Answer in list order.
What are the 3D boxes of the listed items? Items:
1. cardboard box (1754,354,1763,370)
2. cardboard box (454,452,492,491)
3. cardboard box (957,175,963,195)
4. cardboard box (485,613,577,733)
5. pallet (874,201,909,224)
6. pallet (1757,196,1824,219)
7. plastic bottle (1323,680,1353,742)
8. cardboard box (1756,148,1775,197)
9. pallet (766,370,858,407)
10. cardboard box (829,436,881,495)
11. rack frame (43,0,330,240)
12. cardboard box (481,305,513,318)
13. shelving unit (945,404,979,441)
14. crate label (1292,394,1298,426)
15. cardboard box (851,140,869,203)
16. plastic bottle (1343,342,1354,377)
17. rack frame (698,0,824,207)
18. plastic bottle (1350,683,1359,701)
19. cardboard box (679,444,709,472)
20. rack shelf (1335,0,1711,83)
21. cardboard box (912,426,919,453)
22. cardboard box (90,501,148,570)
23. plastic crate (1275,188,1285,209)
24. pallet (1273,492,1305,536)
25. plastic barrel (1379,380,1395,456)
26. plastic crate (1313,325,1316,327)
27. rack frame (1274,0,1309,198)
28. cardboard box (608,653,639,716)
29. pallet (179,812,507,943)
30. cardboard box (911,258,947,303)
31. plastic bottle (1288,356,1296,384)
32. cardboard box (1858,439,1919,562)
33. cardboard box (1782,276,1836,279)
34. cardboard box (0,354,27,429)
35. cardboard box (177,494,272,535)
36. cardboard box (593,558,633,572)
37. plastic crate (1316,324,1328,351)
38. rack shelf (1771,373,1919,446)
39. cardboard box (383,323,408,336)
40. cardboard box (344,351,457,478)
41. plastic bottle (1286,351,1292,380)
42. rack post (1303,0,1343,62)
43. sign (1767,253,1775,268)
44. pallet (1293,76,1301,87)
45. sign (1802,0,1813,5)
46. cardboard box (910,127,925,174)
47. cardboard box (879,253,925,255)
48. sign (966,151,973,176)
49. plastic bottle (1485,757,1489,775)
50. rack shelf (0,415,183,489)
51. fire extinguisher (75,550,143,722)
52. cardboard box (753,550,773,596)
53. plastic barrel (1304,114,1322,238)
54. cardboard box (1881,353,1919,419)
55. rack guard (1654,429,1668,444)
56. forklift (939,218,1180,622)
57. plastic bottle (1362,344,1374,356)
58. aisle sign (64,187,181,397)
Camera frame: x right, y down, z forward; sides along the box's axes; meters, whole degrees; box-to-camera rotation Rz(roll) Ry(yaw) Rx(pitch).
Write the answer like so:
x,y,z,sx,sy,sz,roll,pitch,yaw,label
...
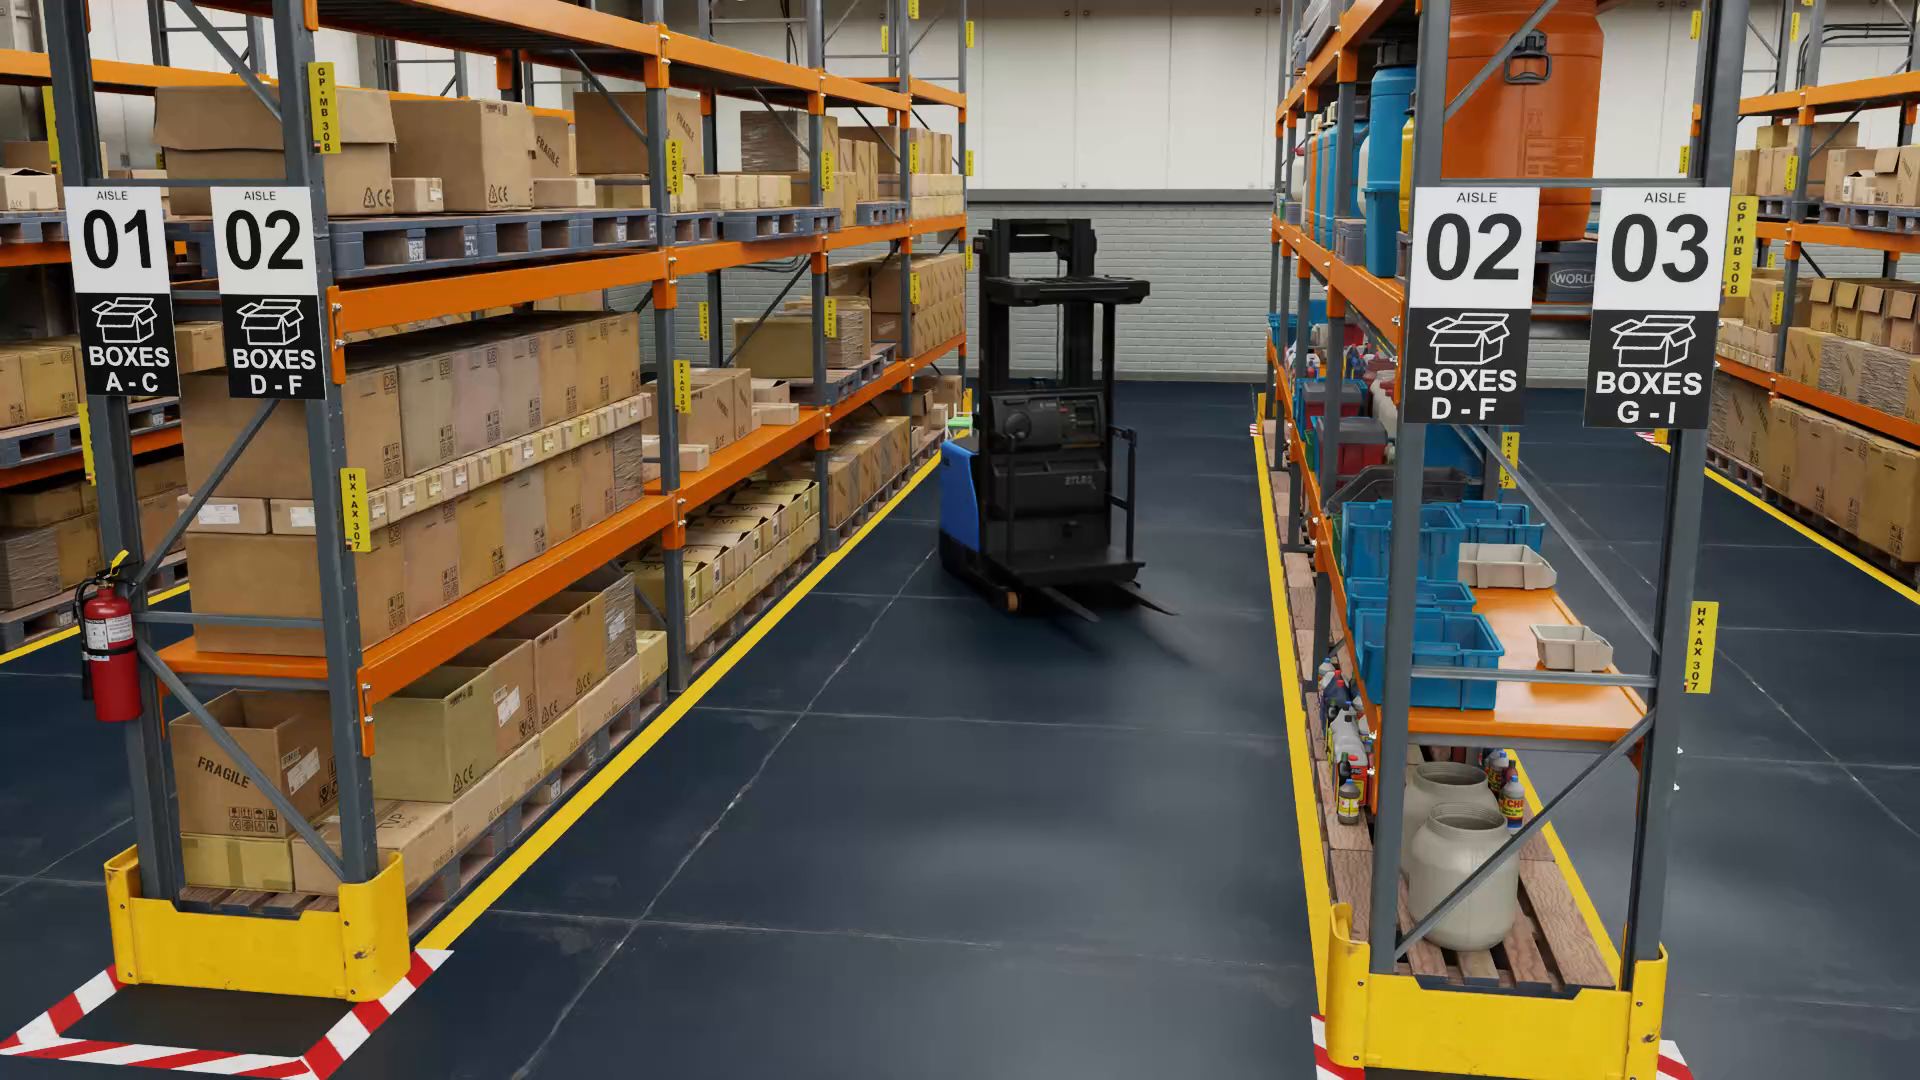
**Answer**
x,y,z,sx,sy,sz,roll,pitch,yaw,label
8.513,-1.854,17.331,0.380,0.149,0.250,2,12,10,cardboard box
-2.452,-0.329,7.879,0.380,0.149,0.250,1,12,7,cardboard box
-0.249,-4.526,21.181,0.500,0.250,0.500,2,12,9,cardboard box
-2.347,0.682,8.713,0.500,0.500,0.500,2,12,9,cardboard box
-1.207,-3.412,17.289,1.213,0.211,1.003,2,12,9,pallet
8.887,-3.442,17.194,1.003,0.211,1.213,2,12,9,pallet
2.063,0.929,9.062,0.144,0.351,0.185,1,12,6,plastic bottle
8.899,-3.895,17.614,0.700,0.500,0.500,3,12,12,cardboard box
-1.617,-1.388,15.026,1.213,0.211,1.003,2,12,9,pallet
-1.068,-0.739,16.450,0.500,0.500,0.500,1,12,7,cardboard box
-2.883,-2.606,5.982,1.000,3.000,0.127,2,12,9,rack frame
-5.833,-2.590,19.436,0.980,0.700,0.700,2,12,10,cardboard box
0.025,-0.621,15.283,0.258,1.200,0.503,2,12,9,shelving unit
2.806,-1.020,13.260,0.303,0.233,0.416,2,12,9,crate label
-1.268,-3.698,16.699,0.600,0.600,0.600,2,12,8,cardboard box
3.896,-1.789,16.546,0.144,0.351,0.185,2,12,9,plastic bottle
-1.652,-4.271,13.709,1.000,3.000,0.127,2,12,9,rack frame
2.235,0.895,9.223,0.144,0.351,0.185,2,12,9,plastic bottle
-1.929,-0.561,11.329,0.380,0.149,0.250,2,12,9,cardboard box
2.319,-2.314,7.283,1.077,0.370,4.000,2,12,9,rack shelf
-0.759,-1.152,18.815,0.500,0.311,0.500,2,12,9,cardboard box
-6.918,-0.027,13.142,0.700,0.500,0.500,2,12,9,cardboard box
3.965,-3.969,19.576,0.504,0.338,0.767,2,12,9,plastic crate
3.512,-0.233,15.829,1.003,0.211,1.213,2,12,9,pallet
3.170,-0.846,11.732,0.433,0.535,0.433,0,12,0,plastic barrel
4.525,-2.567,20.527,0.396,0.136,0.243,2,12,9,plastic crate
4.472,-5.775,20.688,1.000,3.000,0.127,2,12,9,rack frame
-2.209,0.840,9.760,0.500,0.250,0.500,2,12,9,cardboard box
-2.806,1.529,7.652,1.003,0.211,1.213,2,12,9,pallet
-0.450,-3.120,19.996,0.500,0.500,0.500,2,12,10,cardboard box
3.231,-1.624,15.961,0.152,0.276,0.135,2,12,9,plastic bottle
8.262,-0.326,13.691,1.225,0.875,0.875,1,12,6,cardboard box
9.236,-2.590,18.019,0.500,0.500,0.500,1,12,7,cardboard box
-7.051,-1.034,11.648,0.700,0.500,0.500,2,12,9,cardboard box
-3.012,-0.125,6.932,0.380,0.149,0.250,2,12,8,cardboard box
-2.488,0.265,11.098,0.500,0.311,0.500,2,12,9,cardboard box
4.274,-2.293,18.910,0.437,0.282,0.530,2,12,9,plastic crate
8.443,-1.081,14.856,1.077,0.370,4.000,2,12,9,rack shelf
-5.980,-2.116,16.957,0.500,0.500,0.500,2,12,10,cardboard box
-2.714,-0.574,7.475,0.700,0.500,0.500,2,12,7,cardboard box
3.242,-1.706,16.321,0.061,0.283,0.133,2,12,9,plastic bottle
2.844,-3.788,10.991,1.013,1.000,3.121,2,12,9,rack post
9.900,-3.343,20.333,0.100,0.325,0.005,2,12,9,sign
3.760,-4.482,16.083,1.003,0.211,1.213,2,12,9,pallet
8.206,-5.339,16.072,0.100,0.325,0.005,2,12,9,sign
-0.783,-4.377,18.710,0.700,0.500,0.500,2,12,9,cardboard box
-0.751,-3.458,21.564,0.500,0.500,0.500,2,12,10,cardboard box
0.123,-4.881,21.556,0.100,0.325,0.005,2,12,9,sign
2.681,1.161,8.342,0.097,0.201,0.097,0,12,0,plastic bottle
-6.855,-0.730,13.226,1.077,0.370,4.000,2,12,9,rack shelf
-3.360,0.374,6.577,0.296,0.674,0.183,2,12,9,fire extinguisher
-1.725,0.237,12.561,0.500,0.250,0.500,2,12,10,cardboard box
2.901,-2.725,12.463,0.600,0.901,0.600,0,12,0,plastic barrel
8.049,-1.280,13.832,0.500,0.500,0.500,2,12,8,cardboard box
9.370,-1.465,20.862,1.175,0.500,0.348,2,12,9,rack guard
0.765,-0.972,12.804,1.130,2.935,3.031,-4,13,-18,forklift
4.010,-1.745,16.346,0.144,0.351,0.185,2,12,9,plastic bottle
-3.183,-0.940,6.320,0.394,0.787,0.004,2,12,9,aisle sign
